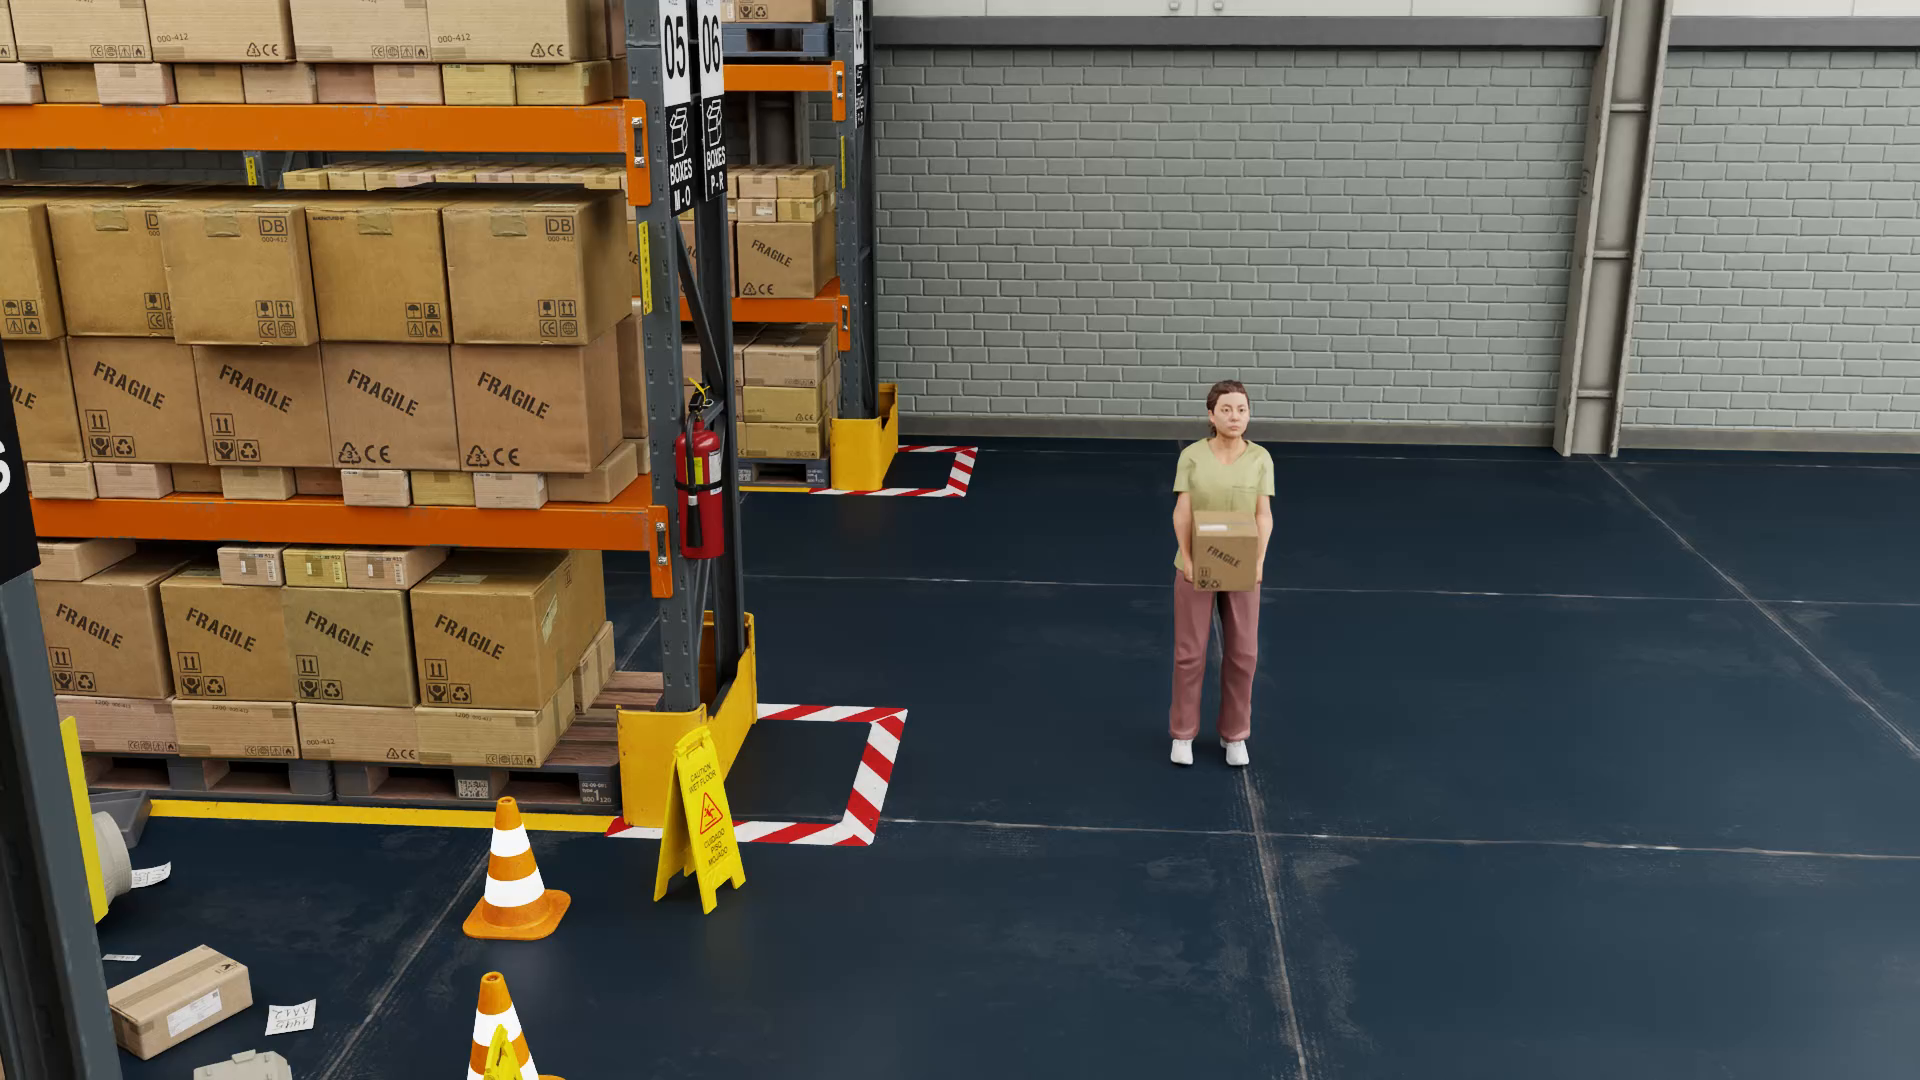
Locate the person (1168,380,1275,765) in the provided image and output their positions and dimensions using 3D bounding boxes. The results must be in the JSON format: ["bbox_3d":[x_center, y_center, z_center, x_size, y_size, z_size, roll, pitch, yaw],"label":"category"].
[{"bbox_3d":[1.106,0.170,7.053,0.428,1.650,0.559,1,18,4],"label":"person"}]
